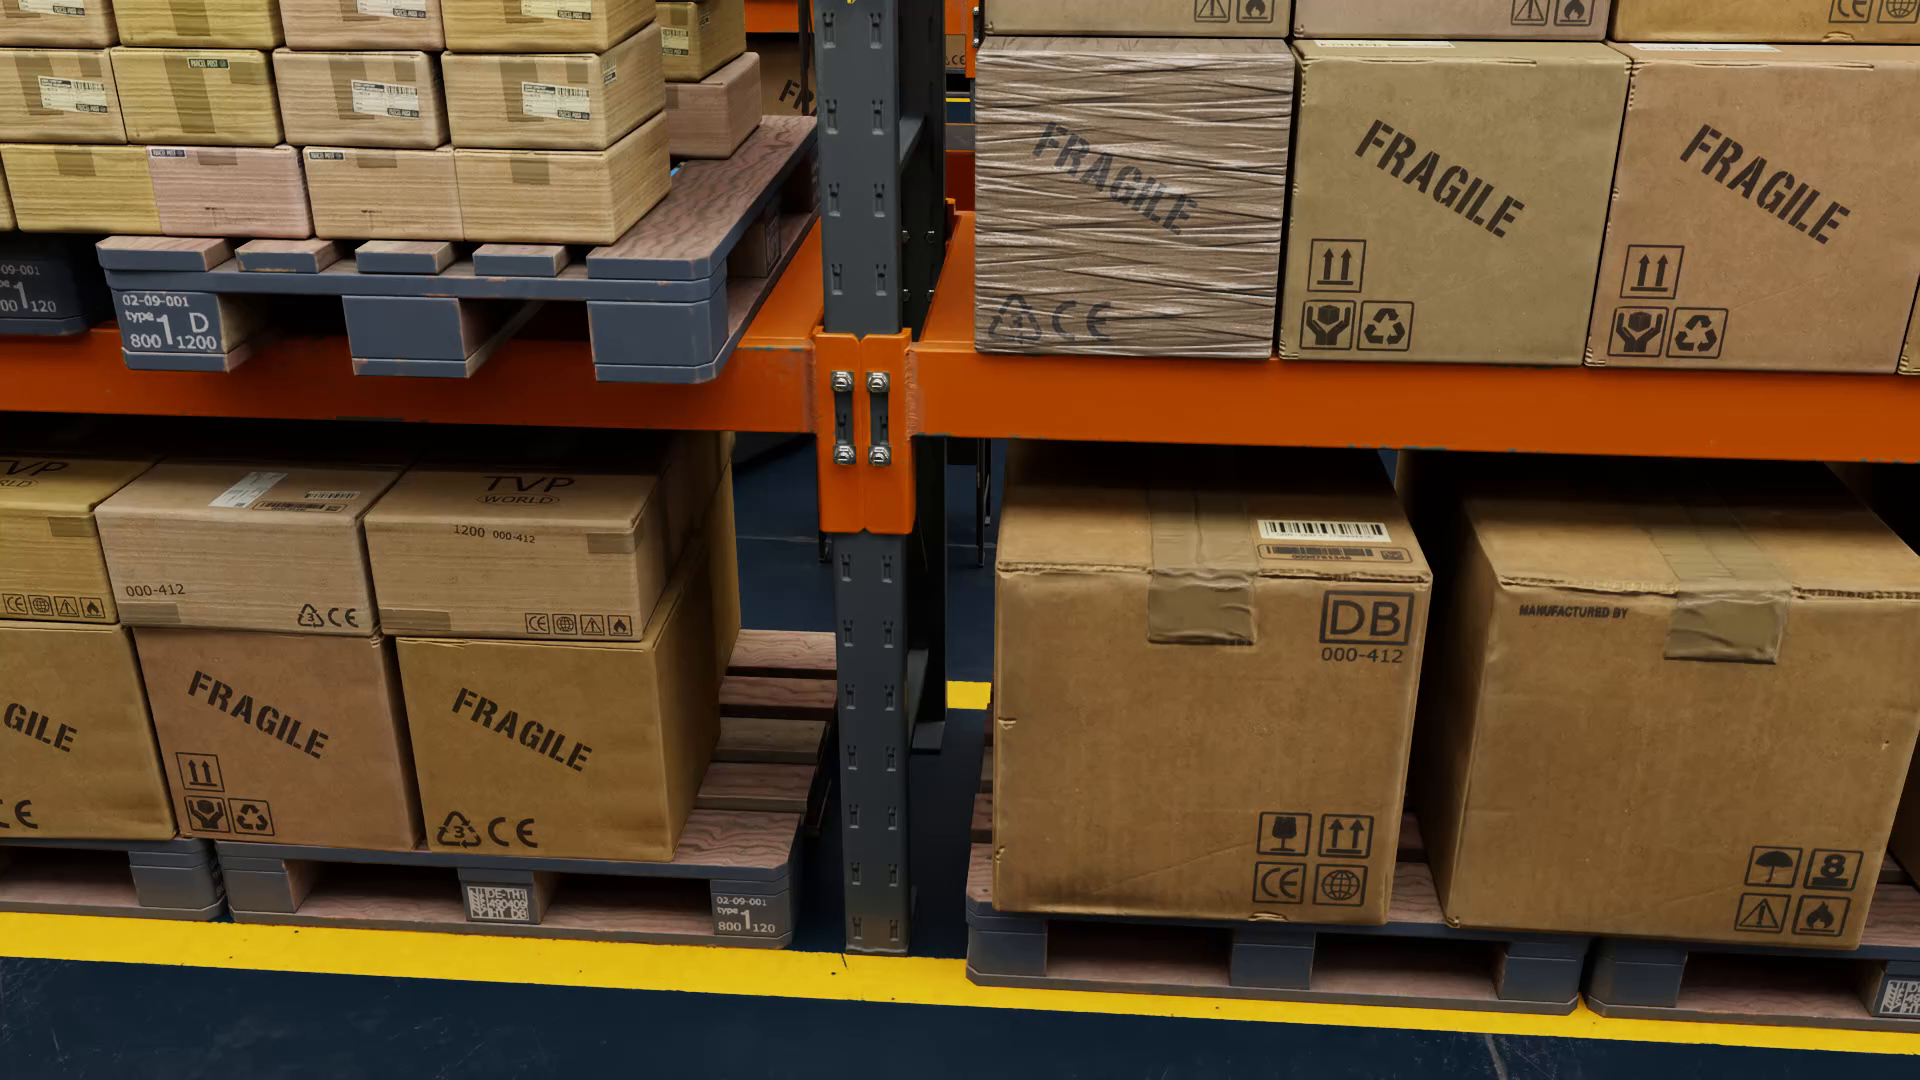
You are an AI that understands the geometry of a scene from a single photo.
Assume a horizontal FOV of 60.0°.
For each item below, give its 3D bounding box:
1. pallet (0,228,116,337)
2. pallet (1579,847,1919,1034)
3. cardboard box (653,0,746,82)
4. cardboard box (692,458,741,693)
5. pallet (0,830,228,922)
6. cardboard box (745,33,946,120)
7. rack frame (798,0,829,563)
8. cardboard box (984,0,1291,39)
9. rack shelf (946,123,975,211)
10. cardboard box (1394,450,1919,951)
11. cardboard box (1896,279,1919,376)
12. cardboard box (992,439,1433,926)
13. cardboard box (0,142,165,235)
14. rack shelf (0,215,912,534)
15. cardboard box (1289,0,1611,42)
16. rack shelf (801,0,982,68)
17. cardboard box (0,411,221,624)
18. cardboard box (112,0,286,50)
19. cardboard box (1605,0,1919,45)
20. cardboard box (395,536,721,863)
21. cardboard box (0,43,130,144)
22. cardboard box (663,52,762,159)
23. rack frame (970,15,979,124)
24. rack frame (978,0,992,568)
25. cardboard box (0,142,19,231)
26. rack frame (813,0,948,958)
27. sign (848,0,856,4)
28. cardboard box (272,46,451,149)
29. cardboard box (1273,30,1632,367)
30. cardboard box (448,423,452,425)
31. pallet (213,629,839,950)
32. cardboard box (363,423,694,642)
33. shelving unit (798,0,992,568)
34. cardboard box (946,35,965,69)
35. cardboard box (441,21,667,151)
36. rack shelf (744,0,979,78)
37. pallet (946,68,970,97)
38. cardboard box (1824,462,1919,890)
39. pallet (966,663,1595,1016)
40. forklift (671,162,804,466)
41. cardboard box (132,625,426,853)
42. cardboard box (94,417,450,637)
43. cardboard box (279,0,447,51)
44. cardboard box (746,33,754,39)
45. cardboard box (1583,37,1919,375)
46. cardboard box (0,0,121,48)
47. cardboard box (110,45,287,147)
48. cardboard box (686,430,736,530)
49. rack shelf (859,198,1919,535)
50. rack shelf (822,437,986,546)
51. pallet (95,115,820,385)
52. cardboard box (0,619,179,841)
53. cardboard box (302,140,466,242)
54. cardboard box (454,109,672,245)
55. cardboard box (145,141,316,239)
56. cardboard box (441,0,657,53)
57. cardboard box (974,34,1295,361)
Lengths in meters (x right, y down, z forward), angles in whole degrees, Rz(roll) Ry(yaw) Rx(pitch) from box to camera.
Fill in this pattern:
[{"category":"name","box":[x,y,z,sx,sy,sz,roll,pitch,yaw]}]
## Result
[{"category":"pallet","box":[-2.109,-0.679,3.367,1.213,0.211,1.003,2,25,4]},{"category":"pallet","box":[1.861,0.644,3.599,1.213,0.211,1.003,2,25,4]},{"category":"cardboard box","box":[-0.599,-1.031,3.344,0.250,0.149,0.380,3,25,6]},{"category":"cardboard box","box":[-0.818,0.096,3.941,0.500,0.500,0.500,1,25,2]},{"category":"pallet","box":[-2.125,0.481,3.952,1.213,0.211,1.003,2,25,4]},{"category":"cardboard box","box":[-0.537,-2.069,8.196,0.875,0.875,0.875,2,25,4]},{"category":"rack frame","box":[-0.408,-0.967,4.840,0.015,2.100,0.400,2,25,4]},{"category":"cardboard box","box":[0.314,-1.201,2.956,0.500,0.500,0.700,2,25,4]},{"category":"rack shelf","box":[-0.165,-0.947,4.828,0.480,0.518,0.431,2,25,4]},{"category":"cardboard box","box":[1.340,0.195,3.427,0.750,0.750,1.050,2,25,5]},{"category":"cardboard box","box":[1.801,-0.590,2.825,0.500,0.500,0.500,2,25,3]},{"category":"cardboard box","box":[0.468,0.168,3.485,0.750,0.750,1.050,2,25,3]},{"category":"cardboard box","box":[-1.412,-0.647,2.866,0.250,0.149,0.380,2,25,3]},{"category":"rack shelf","box":[-2.127,-0.457,3.516,4.000,0.370,1.077,2,25,4]},{"category":"cardboard box","box":[0.819,-1.185,2.922,0.500,0.500,0.700,1,25,3]},{"category":"rack shelf","box":[-0.165,-1.583,4.536,0.480,0.518,0.431,2,25,4]},{"category":"cardboard box","box":[-1.844,-0.063,3.389,0.500,0.250,0.500,2,25,5]},{"category":"cardboard box","box":[-1.168,-0.909,2.723,0.250,0.149,0.380,3,25,6]},{"category":"cardboard box","box":[1.330,-1.170,2.888,0.500,0.500,0.700,1,25,3]},{"category":"cardboard box","box":[-0.809,0.313,3.470,0.500,0.500,0.500,2,25,4]},{"category":"cardboard box","box":[-1.438,-0.781,2.801,0.250,0.149,0.380,2,25,4]},{"category":"cardboard box","box":[-0.563,-0.895,3.405,0.250,0.149,0.380,2,25,3]},{"category":"rack frame","box":[0.146,-2.786,7.717,0.127,3.000,1.000,2,25,4]},{"category":"rack frame","box":[0.078,-0.951,4.806,0.015,2.100,0.400,2,25,4]},{"category":"cardboard box","box":[-1.680,-0.655,2.883,0.250,0.149,0.380,1,25,2]},{"category":"rack frame","box":[-0.132,-0.720,3.226,0.127,3.000,1.000,2,25,4]},{"category":"sign","box":[-0.165,-0.983,2.508,0.005,0.325,0.100,2,25,4]},{"category":"cardboard box","box":[-0.926,-0.766,2.768,0.250,0.149,0.380,3,25,6]},{"category":"cardboard box","box":[0.802,-0.623,2.897,0.500,0.500,0.500,2,25,3]},{"category":"cardboard box","box":[-1.307,-0.255,3.807,0.500,0.250,0.500,2,25,3]},{"category":"pallet","box":[-0.912,0.521,3.865,1.213,0.211,1.003,2,25,4]},{"category":"cardboard box","box":[-0.834,-0.028,3.314,0.500,0.250,0.500,1,25,3]},{"category":"shelving unit","box":[-0.165,-0.959,4.823,0.503,2.100,0.431,2,25,4]},{"category":"cardboard box","box":[0.084,-3.834,12.482,0.500,0.500,0.500,3,25,6]},{"category":"cardboard box","box":[-0.660,-0.758,2.751,0.250,0.149,0.380,2,25,5]},{"category":"rack shelf","box":[-1.848,-2.523,8.006,4.000,0.370,1.077,2,25,4]},{"category":"pallet","box":[-0.220,-3.628,12.882,1.213,0.211,1.003,2,25,4]},{"category":"cardboard box","box":[2.268,0.224,3.363,0.750,0.750,1.050,2,25,4]},{"category":"pallet","box":[0.648,0.603,3.686,1.213,0.211,1.003,2,25,4]},{"category":"forklift","box":[-1.944,-1.918,5.912,3.031,2.935,1.130,17,29,32]},{"category":"cardboard box","box":[-1.326,0.295,3.509,0.500,0.500,0.500,3,25,6]},{"category":"cardboard box","box":[-1.339,-0.040,3.339,0.500,0.250,0.500,2,25,5]},{"category":"cardboard box","box":[-0.906,-0.900,2.705,0.250,0.149,0.380,2,25,3]},{"category":"cardboard box","box":[-1.426,-2.099,8.262,0.875,0.875,0.875,2,25,5]},{"category":"cardboard box","box":[1.304,-0.607,2.861,0.500,0.500,0.500,2,25,4]},{"category":"cardboard box","box":[-1.434,-0.916,2.738,0.250,0.149,0.380,3,25,6]},{"category":"cardboard box","box":[-1.189,-0.773,2.784,0.250,0.149,0.380,2,25,5]},{"category":"cardboard box","box":[-0.802,-0.239,3.771,0.500,0.250,0.500,1,25,2]},{"category":"rack shelf","box":[1.862,-0.329,3.237,4.000,0.370,1.077,2,25,4]},{"category":"rack shelf","box":[-0.165,-0.311,5.121,0.480,0.518,0.431,2,25,4]},{"category":"pallet","box":[-0.851,-0.611,3.219,1.003,0.211,1.213,2,25,4]},{"category":"cardboard box","box":[-1.855,0.284,3.531,0.500,0.500,0.500,1,25,2]},{"category":"cardboard box","box":[-0.907,-0.629,2.828,0.250,0.149,0.380,2,25,4]},{"category":"cardboard box","box":[-0.660,-0.621,2.809,0.250,0.149,0.380,2,25,5]},{"category":"cardboard box","box":[-1.163,-0.638,2.845,0.250,0.149,0.380,2,25,5]},{"category":"cardboard box","box":[-0.656,-0.891,2.685,0.250,0.149,0.380,1,25,2]},{"category":"cardboard box","box":[0.294,-0.638,2.929,0.500,0.500,0.500,2,25,5]}]
